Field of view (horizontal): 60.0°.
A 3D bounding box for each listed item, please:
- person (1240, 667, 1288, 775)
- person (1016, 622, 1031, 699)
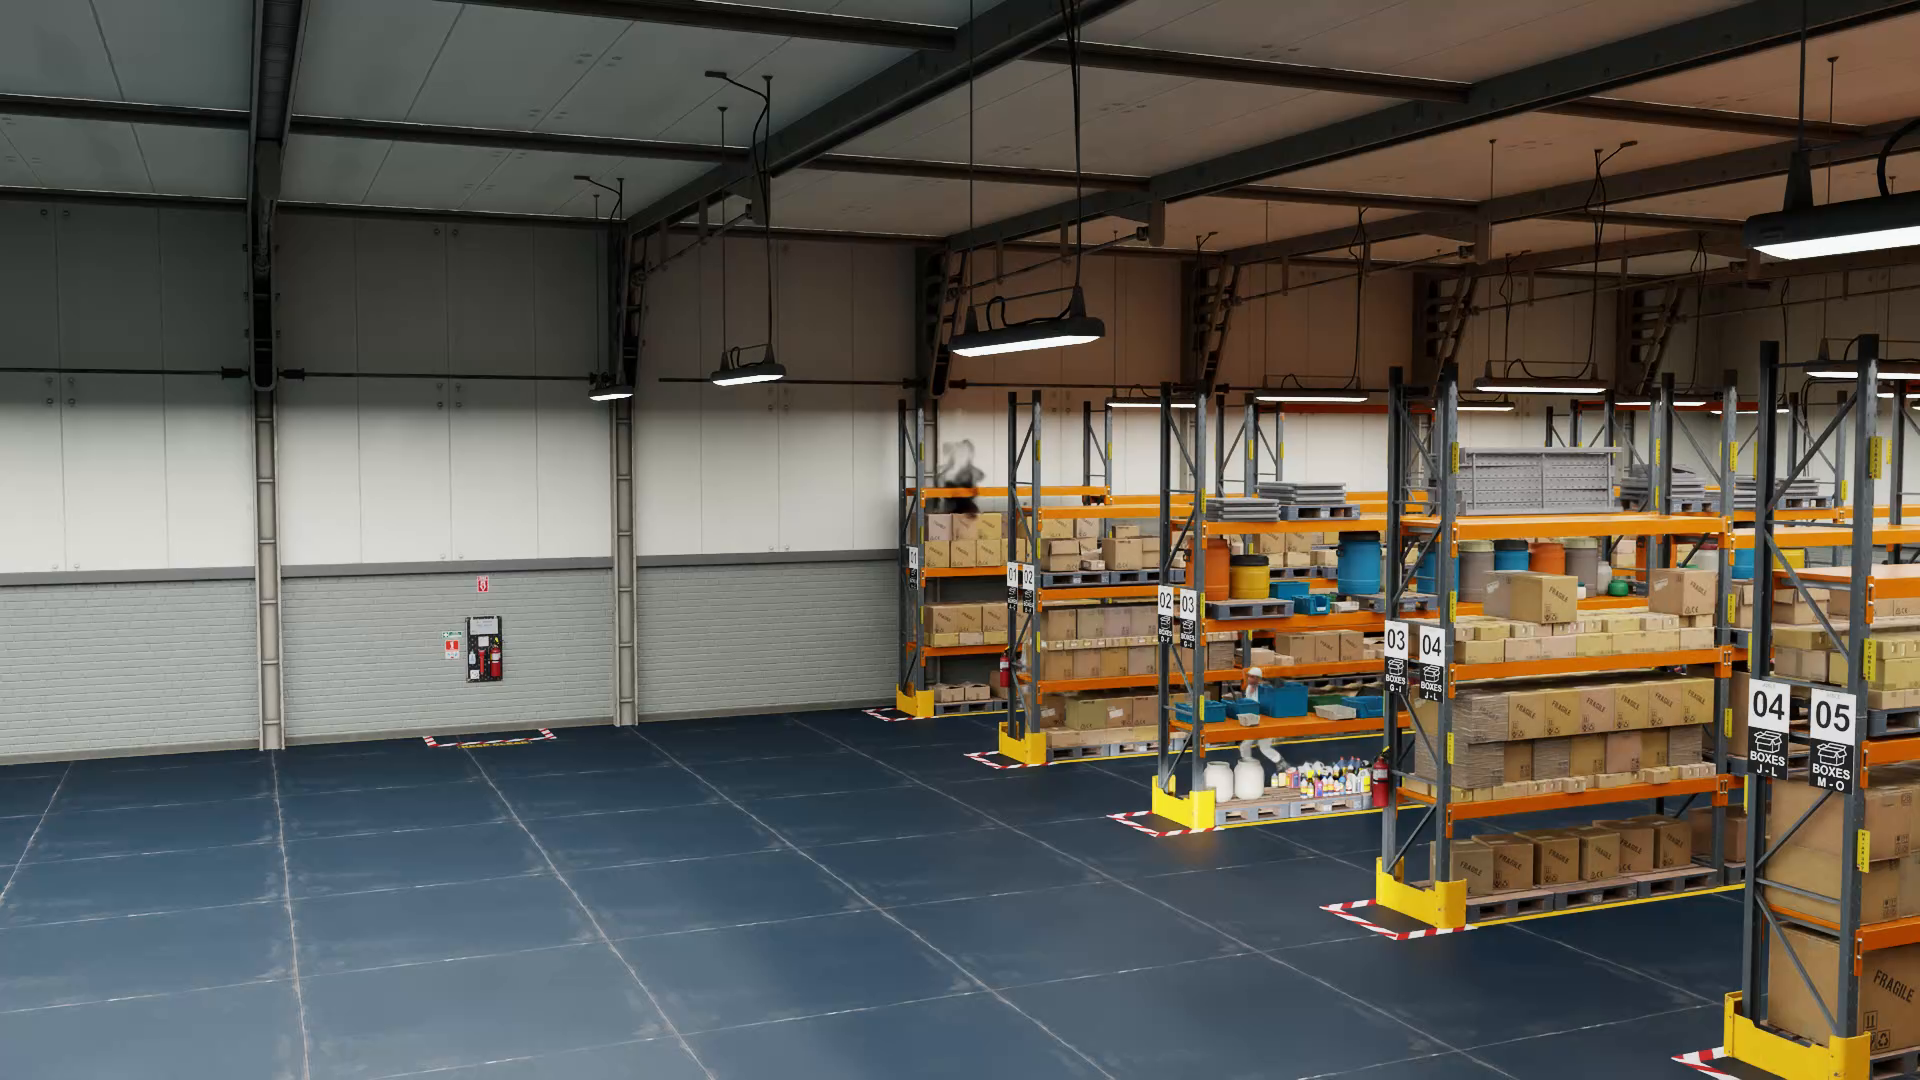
[{"bbox_3d":[4.532,2.798,25.077,0.992,1.792,0.607,-2,4,-33],"label":"person"},{"bbox_3d":[1.217,2.306,29.142,0.567,1.773,0.635,-2,4,-26],"label":"person"}]
